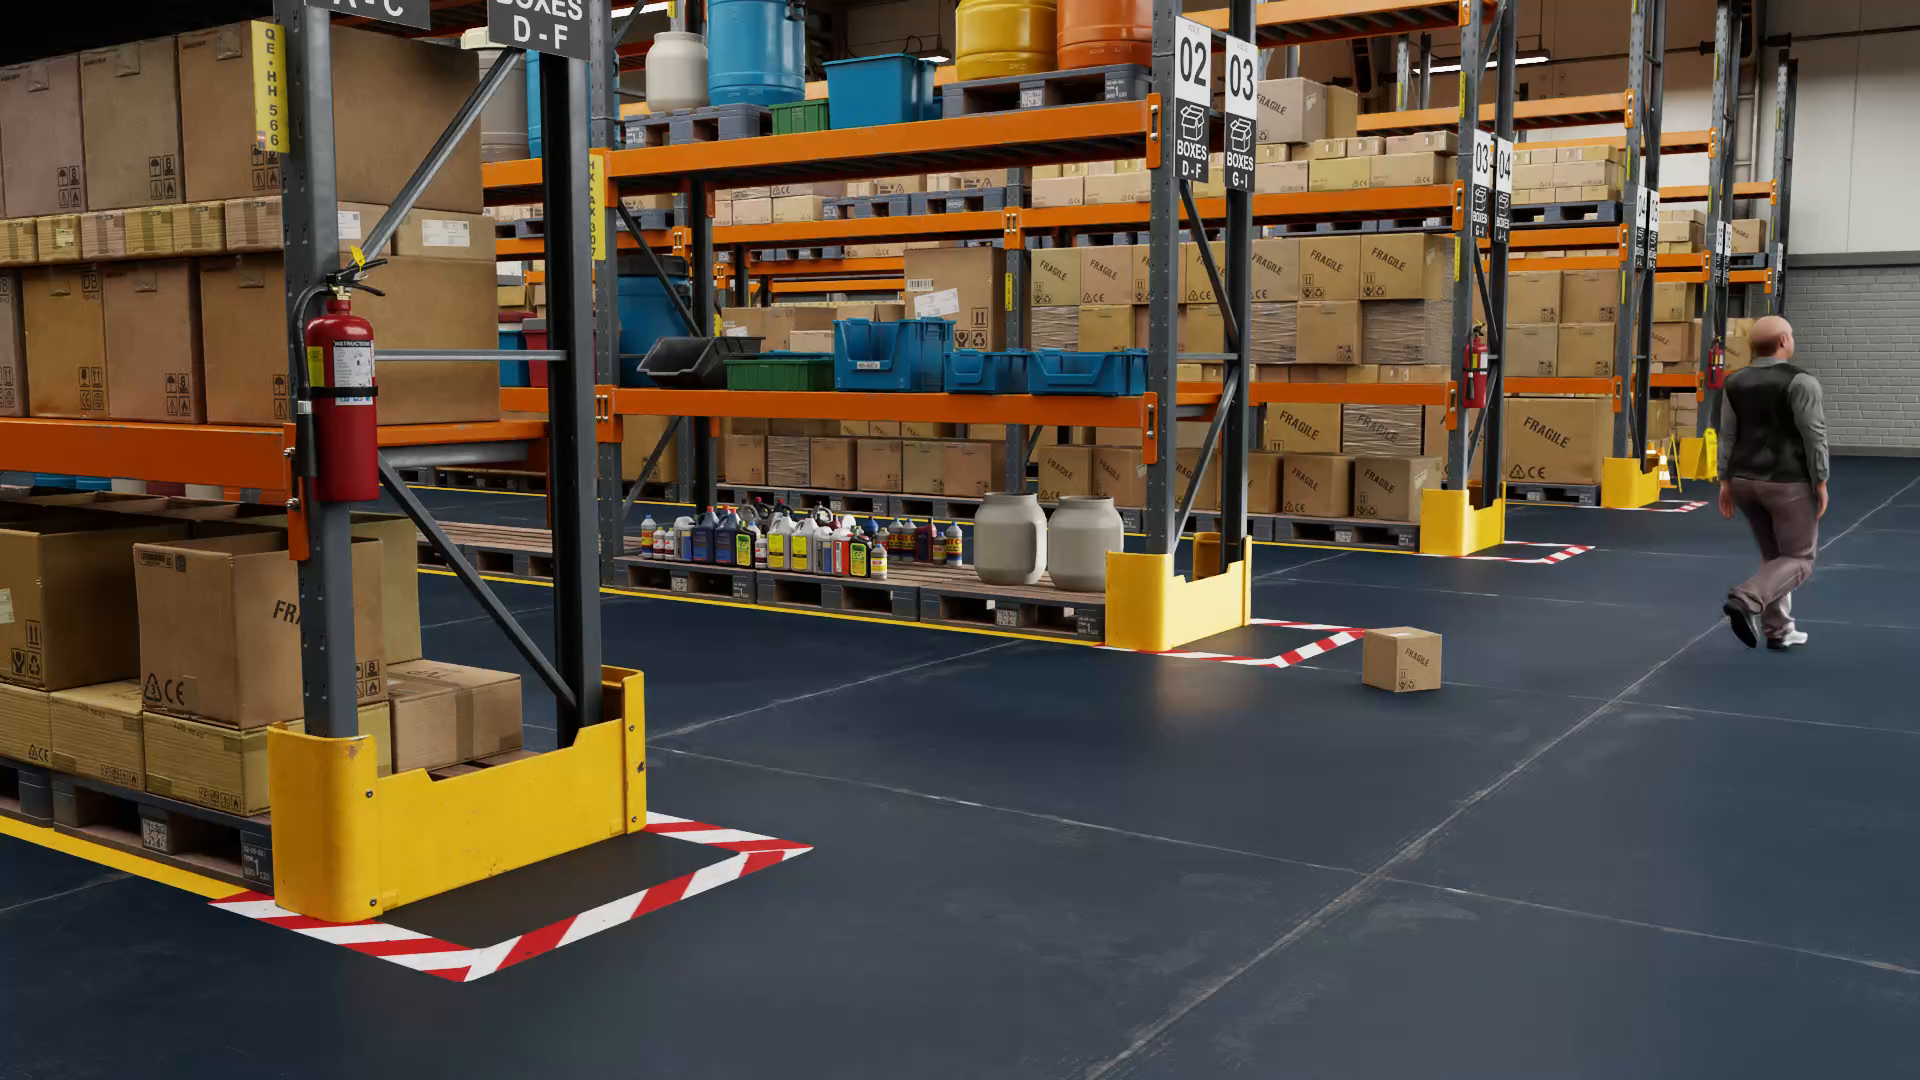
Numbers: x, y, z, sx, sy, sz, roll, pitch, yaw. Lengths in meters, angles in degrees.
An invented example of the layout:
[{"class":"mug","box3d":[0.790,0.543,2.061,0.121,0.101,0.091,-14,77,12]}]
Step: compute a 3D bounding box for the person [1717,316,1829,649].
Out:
[{"class":"person","box3d":[4.070,-0.272,8.339,0.812,1.692,0.545,-3,7,-25]}]
